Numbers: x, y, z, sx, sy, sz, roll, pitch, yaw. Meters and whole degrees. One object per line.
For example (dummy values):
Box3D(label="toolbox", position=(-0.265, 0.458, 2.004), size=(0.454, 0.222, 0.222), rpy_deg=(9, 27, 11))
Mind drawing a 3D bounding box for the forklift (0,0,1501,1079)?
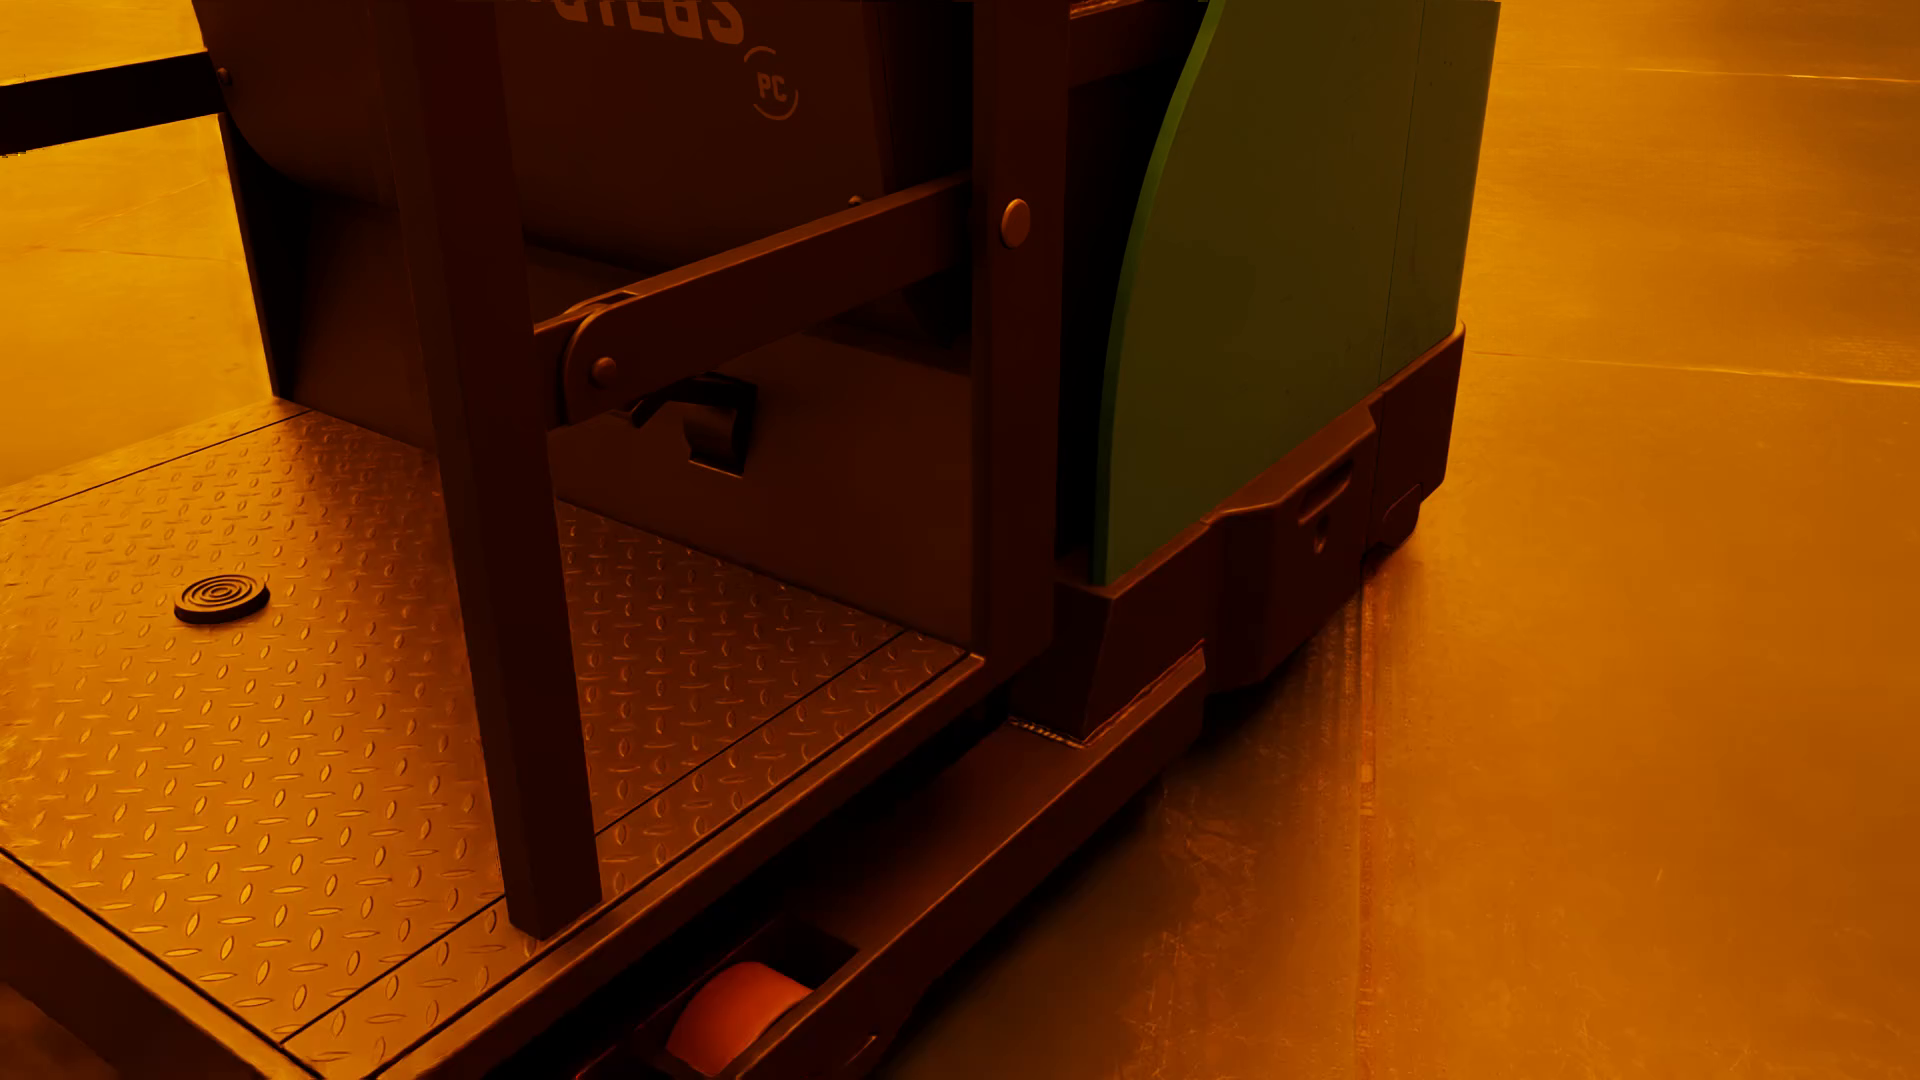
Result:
Box3D(label="forklift", position=(-0.531, -0.950, 1.130), size=(1.130, 2.935, 3.031), rpy_deg=(18, 32, 32))
